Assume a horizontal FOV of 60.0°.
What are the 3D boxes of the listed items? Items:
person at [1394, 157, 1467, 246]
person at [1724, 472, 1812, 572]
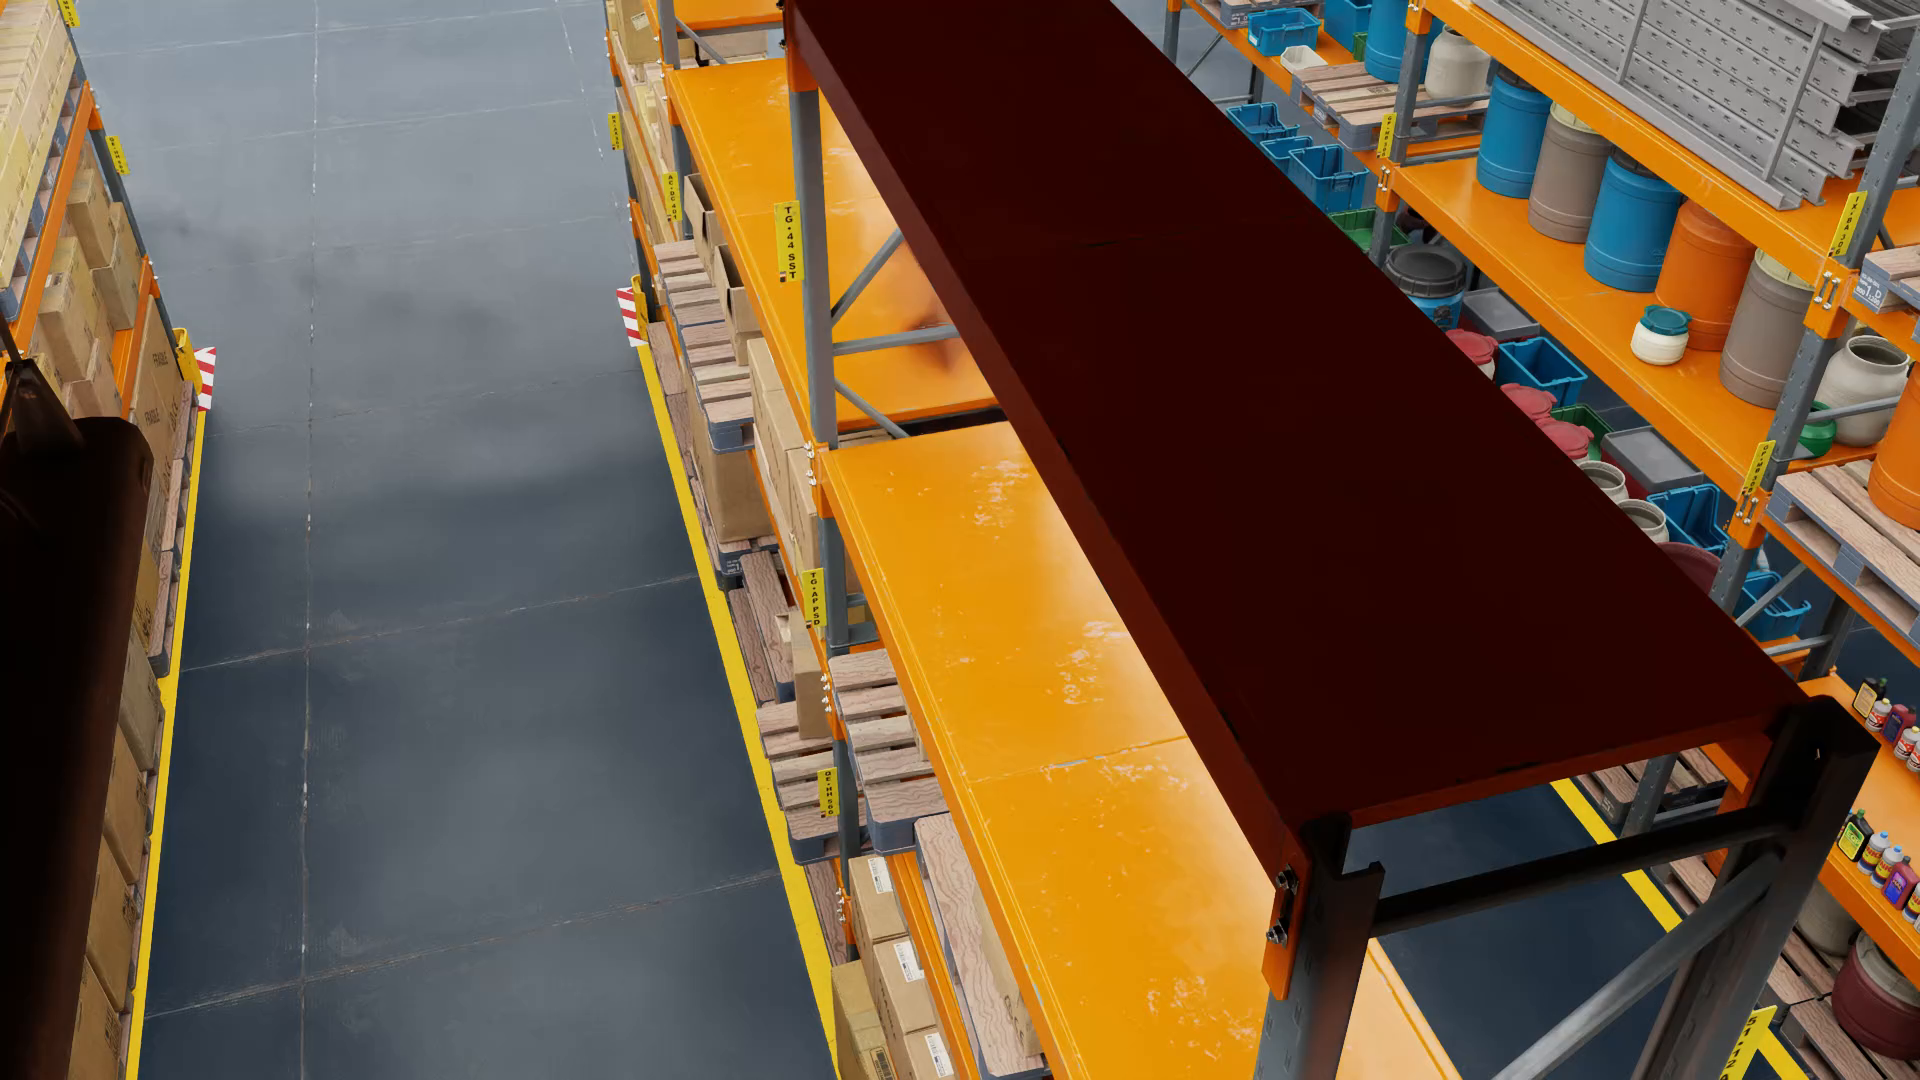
[{"bbox_3d":[4.283,-2.968,15.229,0.659,1.755,0.751,-9,39,-11],"label":"person"},{"bbox_3d":[5.754,-0.355,11.877,0.611,1.682,0.940,-12,40,-15],"label":"person"}]
